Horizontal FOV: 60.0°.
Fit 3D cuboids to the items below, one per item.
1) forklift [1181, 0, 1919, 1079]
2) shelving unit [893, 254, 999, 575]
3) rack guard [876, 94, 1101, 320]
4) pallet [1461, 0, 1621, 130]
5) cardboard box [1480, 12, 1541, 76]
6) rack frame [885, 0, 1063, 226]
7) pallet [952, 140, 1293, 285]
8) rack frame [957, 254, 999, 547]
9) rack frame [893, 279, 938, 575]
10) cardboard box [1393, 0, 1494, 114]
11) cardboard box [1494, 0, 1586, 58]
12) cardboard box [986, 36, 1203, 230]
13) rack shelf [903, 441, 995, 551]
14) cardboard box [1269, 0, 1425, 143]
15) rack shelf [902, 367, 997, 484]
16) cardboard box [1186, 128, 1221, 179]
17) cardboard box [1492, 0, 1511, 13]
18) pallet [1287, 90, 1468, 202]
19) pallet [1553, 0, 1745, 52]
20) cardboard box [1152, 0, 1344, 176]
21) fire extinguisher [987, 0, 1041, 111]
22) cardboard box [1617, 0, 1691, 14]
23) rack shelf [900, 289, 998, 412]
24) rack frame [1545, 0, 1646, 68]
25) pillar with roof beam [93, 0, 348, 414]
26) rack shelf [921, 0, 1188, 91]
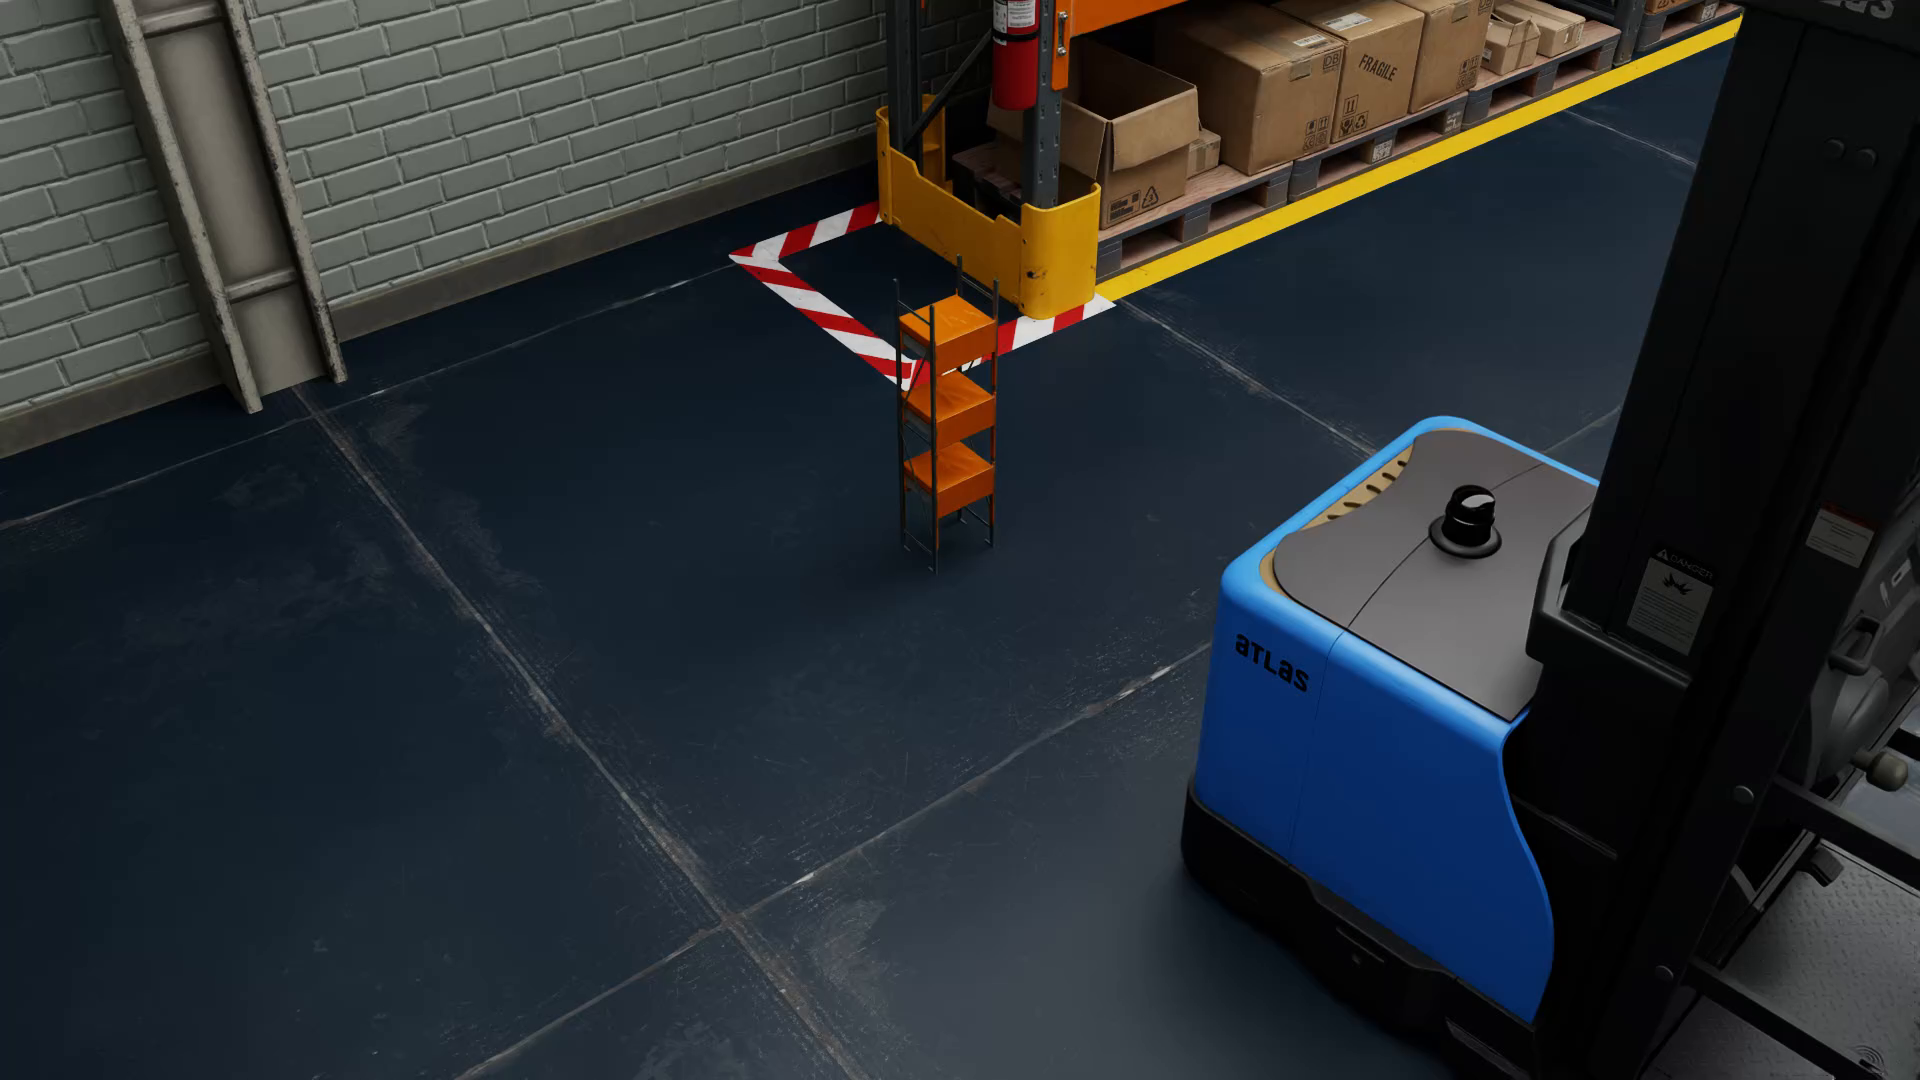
[{"bbox_3d":[2.013,0.210,3.183,3.031,2.935,1.130,32,49,33],"label":"forklift"},{"bbox_3d":[-0.042,-0.385,5.392,0.252,1.050,0.215,-26,46,-28],"label":"shelving unit"},{"bbox_3d":[0.101,-1.444,7.116,0.348,0.500,1.175,-26,46,-28],"label":"rack guard"},{"bbox_3d":[2.667,-2.584,8.733,1.213,0.211,1.003,-26,46,-28],"label":"pallet"},{"bbox_3d":[2.666,-2.531,8.295,0.258,0.266,0.396,-24,45,-27],"label":"cardboard box"},{"bbox_3d":[0.040,-2.381,6.287,0.127,3.000,1.000,-26,46,-28],"label":"rack frame"},{"bbox_3d":[0.732,-1.641,7.584,1.213,0.211,1.003,-26,46,-28],"label":"pallet"},{"bbox_3d":[0.054,-0.432,5.449,0.008,1.050,0.200,-26,46,-28],"label":"rack frame"},{"bbox_3d":[-0.139,-0.338,5.334,0.008,1.050,0.200,-26,46,-28],"label":"rack frame"},{"bbox_3d":[2.108,-2.478,8.045,0.500,0.500,0.700,-28,47,-30],"label":"cardboard box"},{"bbox_3d":[2.949,-2.624,8.500,0.250,0.149,0.380,-27,47,-29],"label":"cardboard box"},{"bbox_3d":[0.583,-1.767,7.176,0.637,0.503,0.797,-28,47,-30],"label":"cardboard box"},{"bbox_3d":[-0.042,-0.162,5.575,0.240,0.259,0.215,-26,46,-28],"label":"rack shelf"},{"bbox_3d":[1.765,-2.230,7.744,0.500,0.500,0.500,-25,46,-27],"label":"cardboard box"},{"bbox_3d":[-0.042,-0.377,5.399,0.240,0.259,0.215,-26,46,-28],"label":"rack shelf"},{"bbox_3d":[0.944,-1.774,7.465,0.250,0.149,0.380,-28,47,-30],"label":"cardboard box"},{"bbox_3d":[2.544,-2.913,8.725,0.500,0.311,0.500,-24,45,-27],"label":"cardboard box"},{"bbox_3d":[1.699,-2.110,8.155,1.213,0.211,1.003,-26,46,-28],"label":"pallet"},{"bbox_3d":[3.834,-3.182,9.463,1.213,0.211,1.003,-26,46,-28],"label":"pallet"},{"bbox_3d":[1.284,-2.076,7.556,0.500,0.500,0.700,-24,45,-26],"label":"cardboard box"},{"bbox_3d":[0.205,-1.918,6.077,0.183,0.674,0.296,-26,46,-28],"label":"fire extinguisher"},{"bbox_3d":[3.733,-3.197,8.921,0.500,0.500,0.500,-24,45,-26],"label":"cardboard box"},{"bbox_3d":[-0.042,-0.596,5.219,0.240,0.259,0.215,-26,46,-28],"label":"rack shelf"},{"bbox_3d":[3.212,-3.927,8.172,0.127,3.000,1.000,-26,46,-28],"label":"rack frame"},{"bbox_3d":[-0.024,-1.947,1.028,0.400,9.000,9.100,-26,46,-28],"label":"pillar with roof beam"},{"bbox_3d":[1.626,-2.876,7.458,4.000,0.370,1.077,-26,46,-28],"label":"rack shelf"}]
